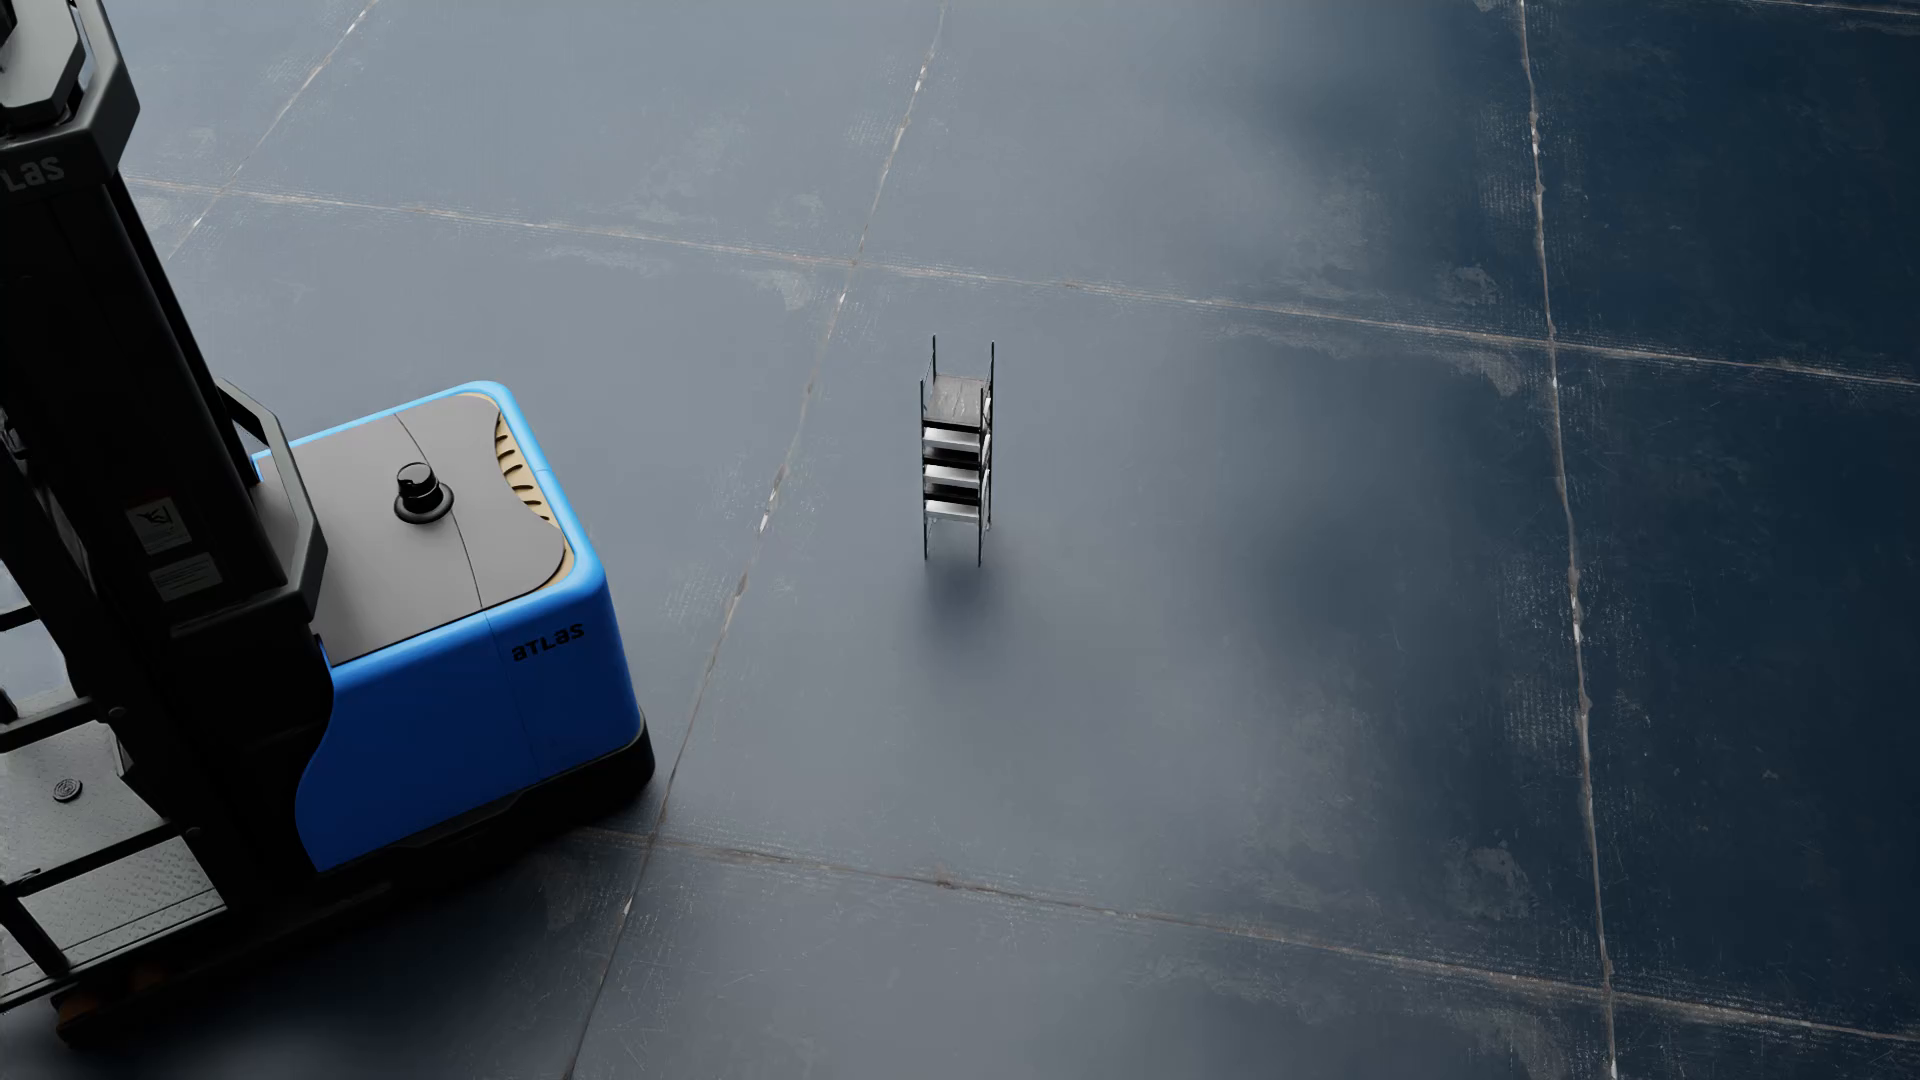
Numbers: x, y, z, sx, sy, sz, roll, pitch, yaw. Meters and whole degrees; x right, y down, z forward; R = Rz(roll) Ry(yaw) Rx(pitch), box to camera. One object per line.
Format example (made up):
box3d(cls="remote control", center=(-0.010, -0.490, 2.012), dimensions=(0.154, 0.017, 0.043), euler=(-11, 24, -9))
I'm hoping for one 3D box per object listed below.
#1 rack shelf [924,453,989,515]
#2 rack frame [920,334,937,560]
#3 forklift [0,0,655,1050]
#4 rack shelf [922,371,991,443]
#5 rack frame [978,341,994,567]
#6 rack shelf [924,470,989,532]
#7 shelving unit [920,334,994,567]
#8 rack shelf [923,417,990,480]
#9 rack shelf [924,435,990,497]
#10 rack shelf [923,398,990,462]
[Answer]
box3d(cls="rack shelf", center=(-0.008, -0.219, 6.008), dimensions=(0.200, 0.077, 0.258), euler=(8, 49, 7))
box3d(cls="rack frame", center=(-0.108, -0.315, 5.928), dimensions=(0.006, 0.900, 0.240), euler=(8, 49, 7))
box3d(cls="forklift", center=(-2.549, 0.045, 4.239), dimensions=(3.031, 2.935, 1.130), euler=(-22, 52, -19))
box3d(cls="rack shelf", center=(-0.008, -0.460, 5.740), dimensions=(0.200, 0.077, 0.258), euler=(8, 49, 7))
box3d(cls="rack frame", center=(0.092, -0.288, 5.904), dimensions=(0.006, 0.900, 0.240), euler=(8, 49, 7))
box3d(cls="rack shelf", center=(-0.008, -0.159, 6.075), dimensions=(0.200, 0.077, 0.258), euler=(8, 49, 7))
box3d(cls="shelving unit", center=(-0.008, -0.302, 5.916), dimensions=(0.210, 0.900, 0.258), euler=(8, 49, 7))
box3d(cls="rack shelf", center=(-0.008, -0.340, 5.874), dimensions=(0.200, 0.077, 0.258), euler=(8, 49, 7))
box3d(cls="rack shelf", center=(-0.008, -0.280, 5.941), dimensions=(0.200, 0.077, 0.258), euler=(8, 49, 7))
box3d(cls="rack shelf", center=(-0.008, -0.400, 5.807), dimensions=(0.200, 0.077, 0.258), euler=(8, 49, 7))
